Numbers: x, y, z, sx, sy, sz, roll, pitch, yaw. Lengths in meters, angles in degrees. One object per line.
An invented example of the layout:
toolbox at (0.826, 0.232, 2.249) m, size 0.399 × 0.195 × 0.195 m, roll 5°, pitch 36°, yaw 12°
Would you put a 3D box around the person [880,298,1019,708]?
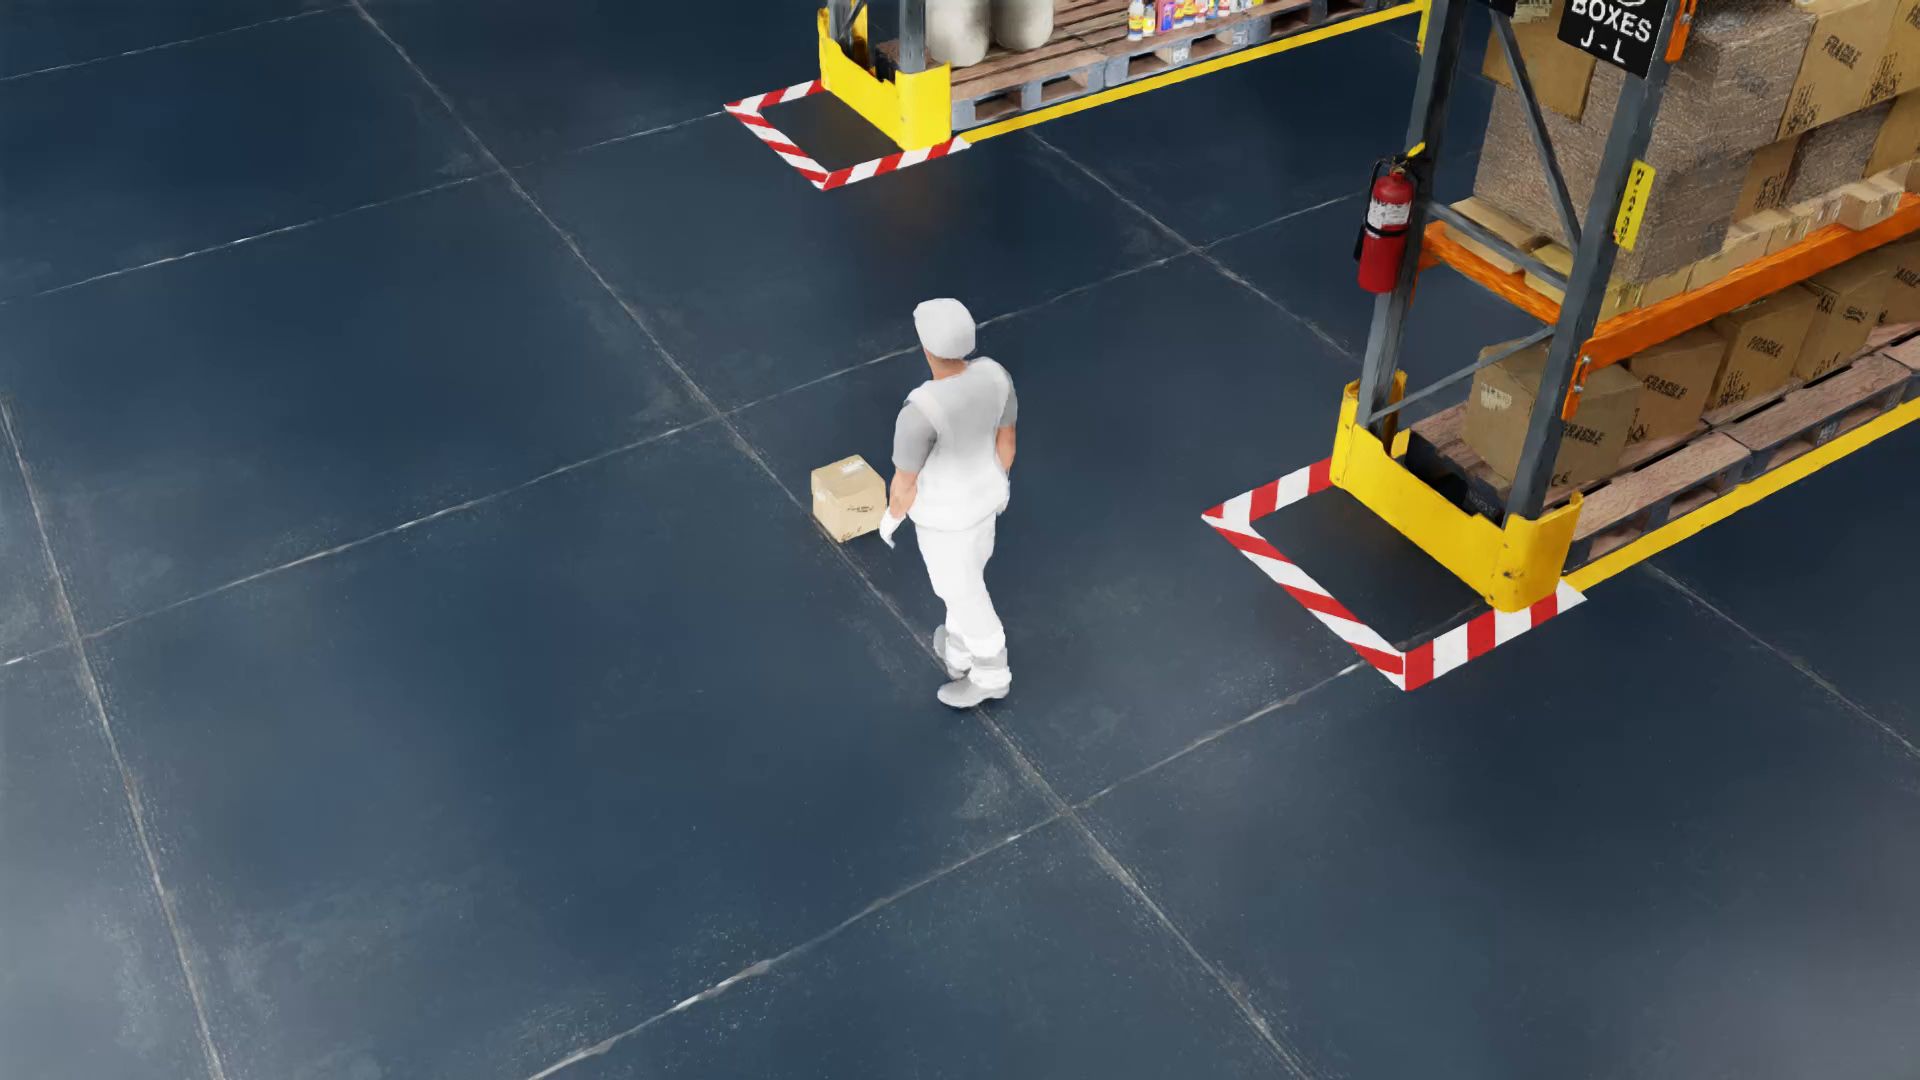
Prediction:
person at (-0.013, -0.118, 6.258) m, size 0.480 × 1.792 × 0.546 m, roll 28°, pitch 48°, yaw 29°
